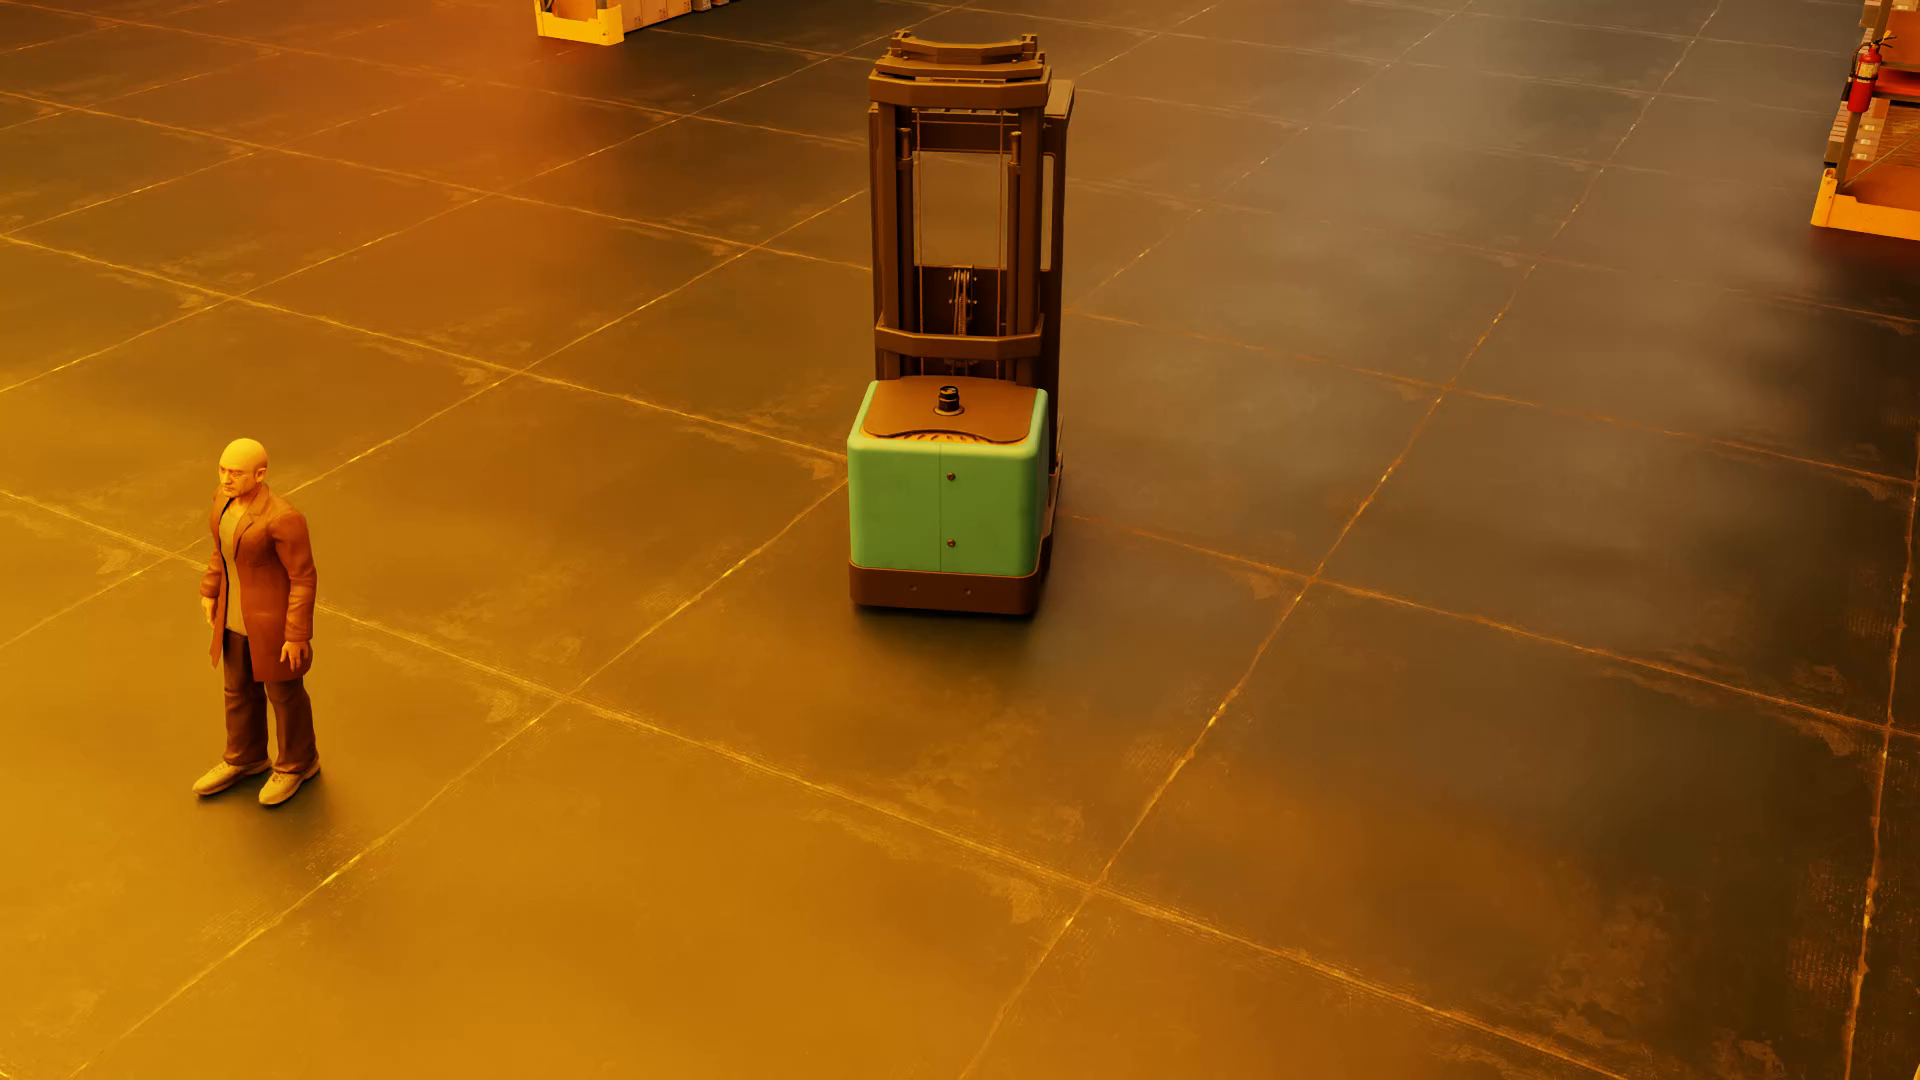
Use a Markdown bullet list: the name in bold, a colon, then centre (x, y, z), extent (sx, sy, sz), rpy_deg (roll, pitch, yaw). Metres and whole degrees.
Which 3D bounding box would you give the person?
- **person**: centre (-3.228, 0.403, 7.513), extent (0.698, 1.778, 0.579), rpy_deg (17, 34, 27)

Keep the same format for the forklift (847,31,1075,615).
- **forklift**: centre (0.072, -1.572, 9.794), extent (1.130, 2.935, 3.031), rpy_deg (3, 30, 6)
